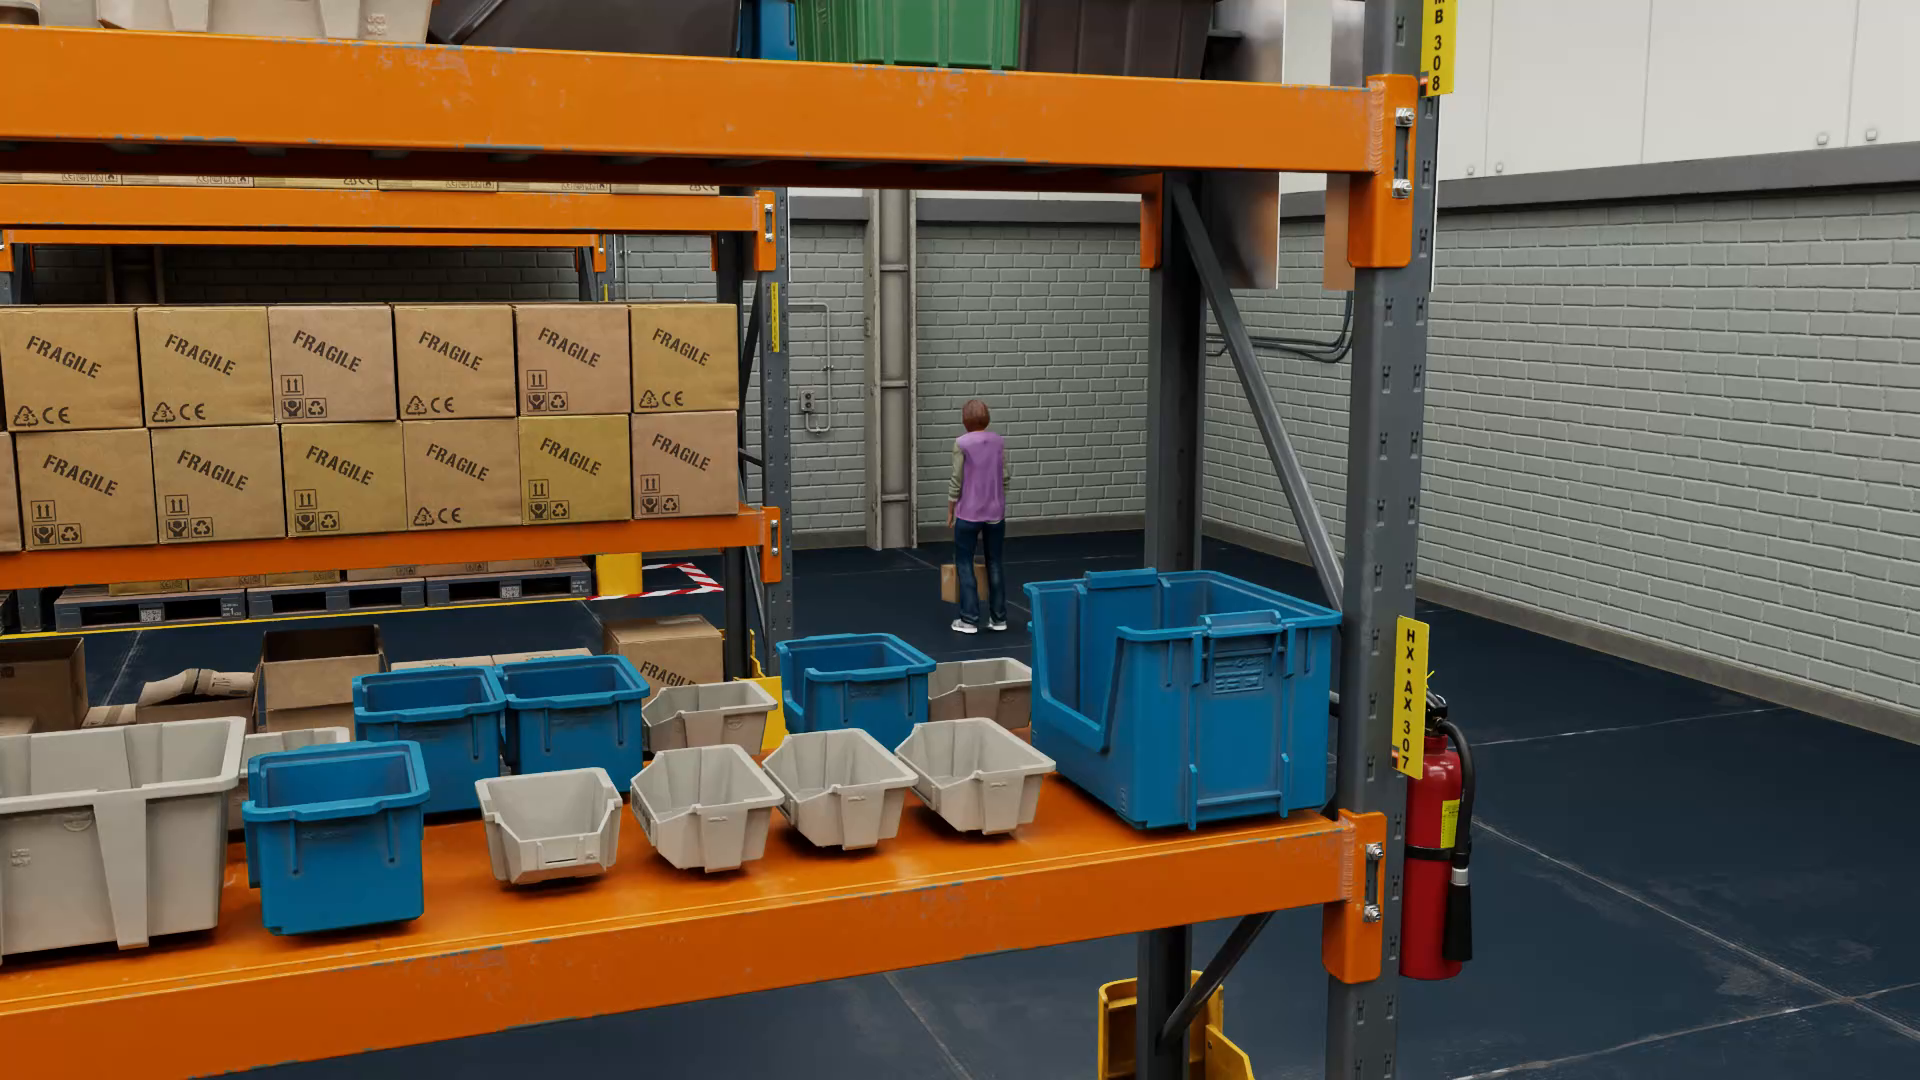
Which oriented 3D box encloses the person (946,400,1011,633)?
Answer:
[{"bbox_3d":[0.127,-0.156,11.377,0.461,1.593,0.343,-3,10,-20],"label":"person"}]
